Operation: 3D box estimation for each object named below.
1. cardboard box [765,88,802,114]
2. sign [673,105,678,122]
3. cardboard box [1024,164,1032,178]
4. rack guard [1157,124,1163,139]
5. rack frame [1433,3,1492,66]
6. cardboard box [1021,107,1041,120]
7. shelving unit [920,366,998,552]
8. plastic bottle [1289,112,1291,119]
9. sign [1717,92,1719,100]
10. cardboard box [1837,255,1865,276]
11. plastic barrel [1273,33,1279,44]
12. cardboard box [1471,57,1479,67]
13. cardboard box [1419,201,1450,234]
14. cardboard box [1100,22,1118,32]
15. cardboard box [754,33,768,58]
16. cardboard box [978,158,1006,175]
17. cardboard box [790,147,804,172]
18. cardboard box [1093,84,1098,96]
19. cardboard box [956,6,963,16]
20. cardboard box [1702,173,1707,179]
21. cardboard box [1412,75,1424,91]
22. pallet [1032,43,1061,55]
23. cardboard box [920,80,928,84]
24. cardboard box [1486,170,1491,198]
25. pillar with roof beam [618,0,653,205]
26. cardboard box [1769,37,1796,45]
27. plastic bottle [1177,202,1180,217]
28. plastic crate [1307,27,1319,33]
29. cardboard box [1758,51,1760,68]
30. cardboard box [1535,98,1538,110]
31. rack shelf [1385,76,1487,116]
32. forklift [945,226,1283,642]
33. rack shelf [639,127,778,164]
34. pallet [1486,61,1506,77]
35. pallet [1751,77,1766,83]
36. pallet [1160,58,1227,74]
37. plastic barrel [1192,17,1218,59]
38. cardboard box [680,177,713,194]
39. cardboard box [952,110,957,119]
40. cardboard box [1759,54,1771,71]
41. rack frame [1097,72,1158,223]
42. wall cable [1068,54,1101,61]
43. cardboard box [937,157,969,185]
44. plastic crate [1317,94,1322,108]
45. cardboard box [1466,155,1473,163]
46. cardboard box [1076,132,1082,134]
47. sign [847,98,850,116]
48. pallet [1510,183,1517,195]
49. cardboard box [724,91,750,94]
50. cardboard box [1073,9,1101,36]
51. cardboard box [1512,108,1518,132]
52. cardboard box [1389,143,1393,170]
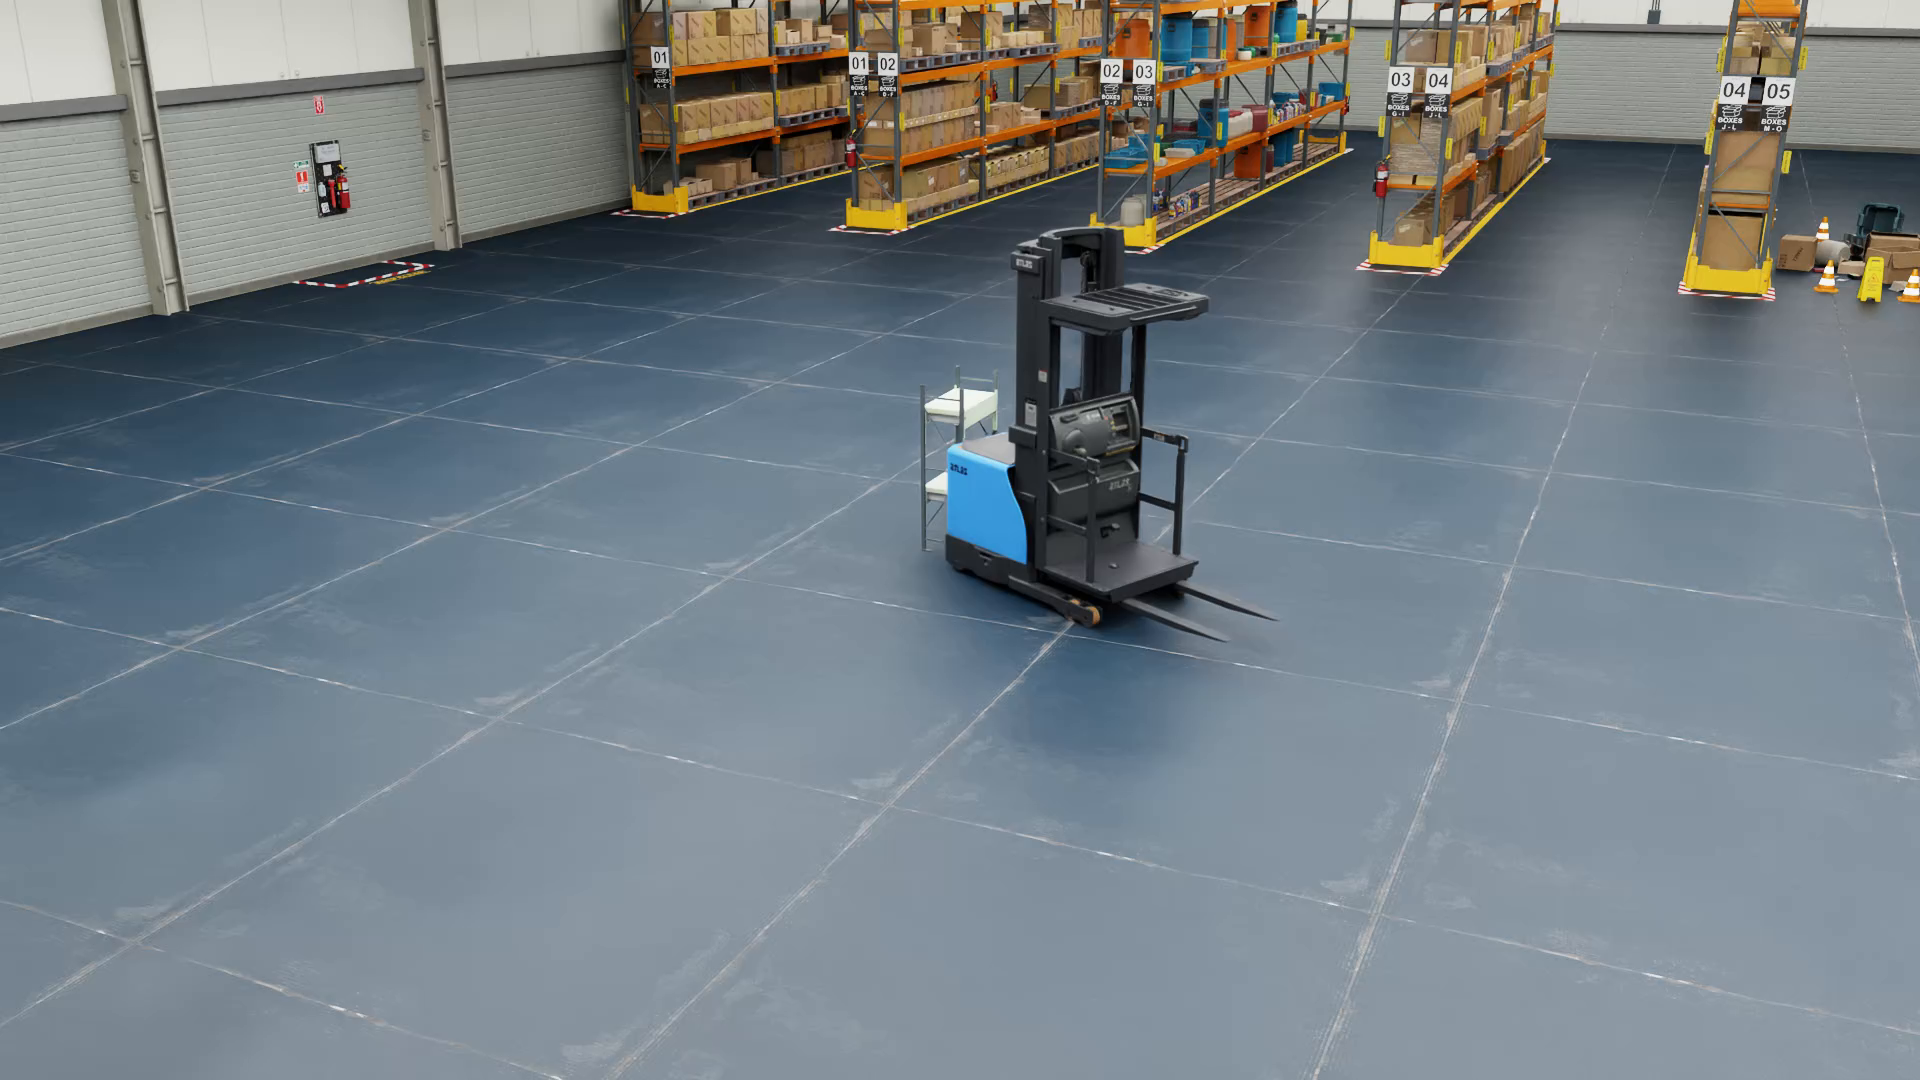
[{"bbox_3d":[-3.989,-9.874,37.404,0.700,0.500,0.500,11,22,28],"label":"cardboard box"},{"bbox_3d":[-5.607,-8.409,32.800,0.100,0.325,0.005,9,21,23],"label":"sign"},{"bbox_3d":[1.286,-8.240,37.091,0.500,0.250,0.500,9,22,24],"label":"cardboard box"},{"bbox_3d":[4.940,-11.088,45.353,1.175,0.500,0.348,9,21,23],"label":"rack guard"},{"bbox_3d":[9.093,-10.086,29.854,1.000,3.000,0.127,9,21,23],"label":"rack frame"},{"bbox_3d":[1.506,-9.696,37.842,0.500,0.311,0.500,10,22,26],"label":"cardboard box"},{"bbox_3d":[-0.003,-0.705,14.665,0.431,1.500,0.755,9,21,23],"label":"shelving unit"},{"bbox_3d":[7.550,-9.780,38.243,0.097,0.201,0.097,0,20,0],"label":"plastic bottle"},{"bbox_3d":[16.355,-9.474,35.793,0.100,0.325,0.005,9,21,23],"label":"sign"},{"bbox_3d":[14.553,-4.482,27.128,0.396,0.266,0.258,13,23,32],"label":"cardboard box"},{"bbox_3d":[6.856,-10.992,36.483,0.294,0.245,0.294,0,20,0],"label":"plastic barrel"},{"bbox_3d":[8.918,-8.406,29.233,0.380,0.149,0.250,8,21,21],"label":"cardboard box"},{"bbox_3d":[8.483,-5.786,29.820,0.500,0.500,0.500,7,21,18],"label":"cardboard box"},{"bbox_3d":[3.759,-12.758,41.322,0.500,0.250,0.500,9,21,23],"label":"cardboard box"},{"bbox_3d":[-4.446,-10.579,35.538,0.500,0.500,0.500,9,22,24],"label":"cardboard box"},{"bbox_3d":[0.663,-8.031,35.668,0.500,0.311,0.500,8,21,22],"label":"cardboard box"},{"bbox_3d":[-4.012,-8.720,38.040,0.700,0.500,0.500,8,21,22],"label":"cardboard box"},{"bbox_3d":[3.304,-11.301,42.073,0.500,0.500,0.500,9,21,24],"label":"cardboard box"},{"bbox_3d":[-0.238,-14.174,44.154,0.500,0.500,0.500,9,21,23],"label":"cardboard box"},{"bbox_3d":[14.529,-6.467,31.362,1.050,0.750,0.750,9,21,24],"label":"cardboard box"},{"bbox_3d":[7.421,-7.562,27.456,0.500,0.250,0.500,9,22,24],"label":"cardboard box"},{"bbox_3d":[1.499,-10.948,37.034,1.213,0.211,1.003,10,22,25],"label":"pallet"},{"bbox_3d":[-1.147,-11.765,42.905,0.500,0.500,0.500,8,21,22],"label":"cardboard box"},{"bbox_3d":[10.475,-7.305,34.059,0.700,0.500,0.500,7,21,20],"label":"cardboard box"},{"bbox_3d":[-2.677,-10.645,31.423,9.100,9.000,0.400,9,21,23],"label":"pillar with roof beam"},{"bbox_3d":[13.614,-8.231,27.522,0.380,0.149,0.250,8,21,22],"label":"cardboard box"},{"bbox_3d":[4.104,-6.255,31.448,0.097,0.271,0.097,0,20,0],"label":"plastic bottle"},{"bbox_3d":[8.612,-12.562,41.385,0.504,0.338,0.767,9,21,23],"label":"plastic crate"},{"bbox_3d":[13.720,-8.374,28.963,0.500,0.250,0.500,9,21,23],"label":"cardboard box"},{"bbox_3d":[13.216,-10.193,38.887,0.500,0.250,0.500,9,22,24],"label":"cardboard box"},{"bbox_3d":[8.274,-7.723,28.758,1.077,0.370,4.000,9,21,23],"label":"rack shelf"},{"bbox_3d":[1.214,-0.889,13.047,1.130,2.935,3.031,-16,25,-38],"label":"forklift"},{"bbox_3d":[-5.283,-8.348,34.994,1.077,0.370,4.000,9,21,23],"label":"rack shelf"},{"bbox_3d":[9.443,-8.759,30.877,1.213,0.211,1.003,9,21,23],"label":"pallet"},{"bbox_3d":[12.731,-7.300,26.626,1.003,0.211,1.213,9,21,23],"label":"pallet"},{"bbox_3d":[4.368,-9.030,31.641,1.213,0.211,1.003,9,21,23],"label":"pallet"},{"bbox_3d":[4.853,-9.974,33.266,0.600,0.901,0.600,0,20,0],"label":"plastic barrel"},{"bbox_3d":[-5.503,-7.390,34.581,0.500,0.311,0.500,11,22,27],"label":"cardboard box"},{"bbox_3d":[-0.277,-8.550,33.368,0.380,0.149,0.250,8,21,22],"label":"cardboard box"},{"bbox_3d":[12.578,-7.321,25.558,0.500,0.250,0.500,8,21,22],"label":"cardboard box"},{"bbox_3d":[2.937,-6.717,29.332,1.000,3.000,0.127,9,21,23],"label":"rack frame"},{"bbox_3d":[3.092,-16.011,51.146,3.097,2.526,0.112,9,21,23],"label":"wall cable"},{"bbox_3d":[-0.149,-7.553,34.041,0.500,0.500,0.500,9,21,23],"label":"cardboard box"},{"bbox_3d":[8.644,-10.799,40.898,0.437,0.282,0.530,9,21,23],"label":"plastic crate"},{"bbox_3d":[9.162,-6.960,30.392,0.380,0.149,0.250,9,21,23],"label":"cardboard box"},{"bbox_3d":[2.704,-9.816,41.121,0.500,0.500,0.500,9,21,23],"label":"cardboard box"},{"bbox_3d":[-2.070,-8.133,31.234,0.100,0.325,0.005,9,21,23],"label":"sign"},{"bbox_3d":[11.624,-7.771,36.458,1.003,0.211,1.213,9,21,23],"label":"pallet"},{"bbox_3d":[-4.847,-9.476,36.165,0.500,0.500,0.500,8,21,21],"label":"cardboard box"},{"bbox_3d":[3.060,-12.627,40.550,0.600,0.600,0.600,6,21,18],"label":"cardboard box"},{"bbox_3d":[11.594,-8.956,35.479,0.500,0.500,0.500,8,21,22],"label":"cardboard box"},{"bbox_3d":[7.801,-6.558,28.292,0.875,0.500,0.500,9,21,23],"label":"cardboard box"}]
